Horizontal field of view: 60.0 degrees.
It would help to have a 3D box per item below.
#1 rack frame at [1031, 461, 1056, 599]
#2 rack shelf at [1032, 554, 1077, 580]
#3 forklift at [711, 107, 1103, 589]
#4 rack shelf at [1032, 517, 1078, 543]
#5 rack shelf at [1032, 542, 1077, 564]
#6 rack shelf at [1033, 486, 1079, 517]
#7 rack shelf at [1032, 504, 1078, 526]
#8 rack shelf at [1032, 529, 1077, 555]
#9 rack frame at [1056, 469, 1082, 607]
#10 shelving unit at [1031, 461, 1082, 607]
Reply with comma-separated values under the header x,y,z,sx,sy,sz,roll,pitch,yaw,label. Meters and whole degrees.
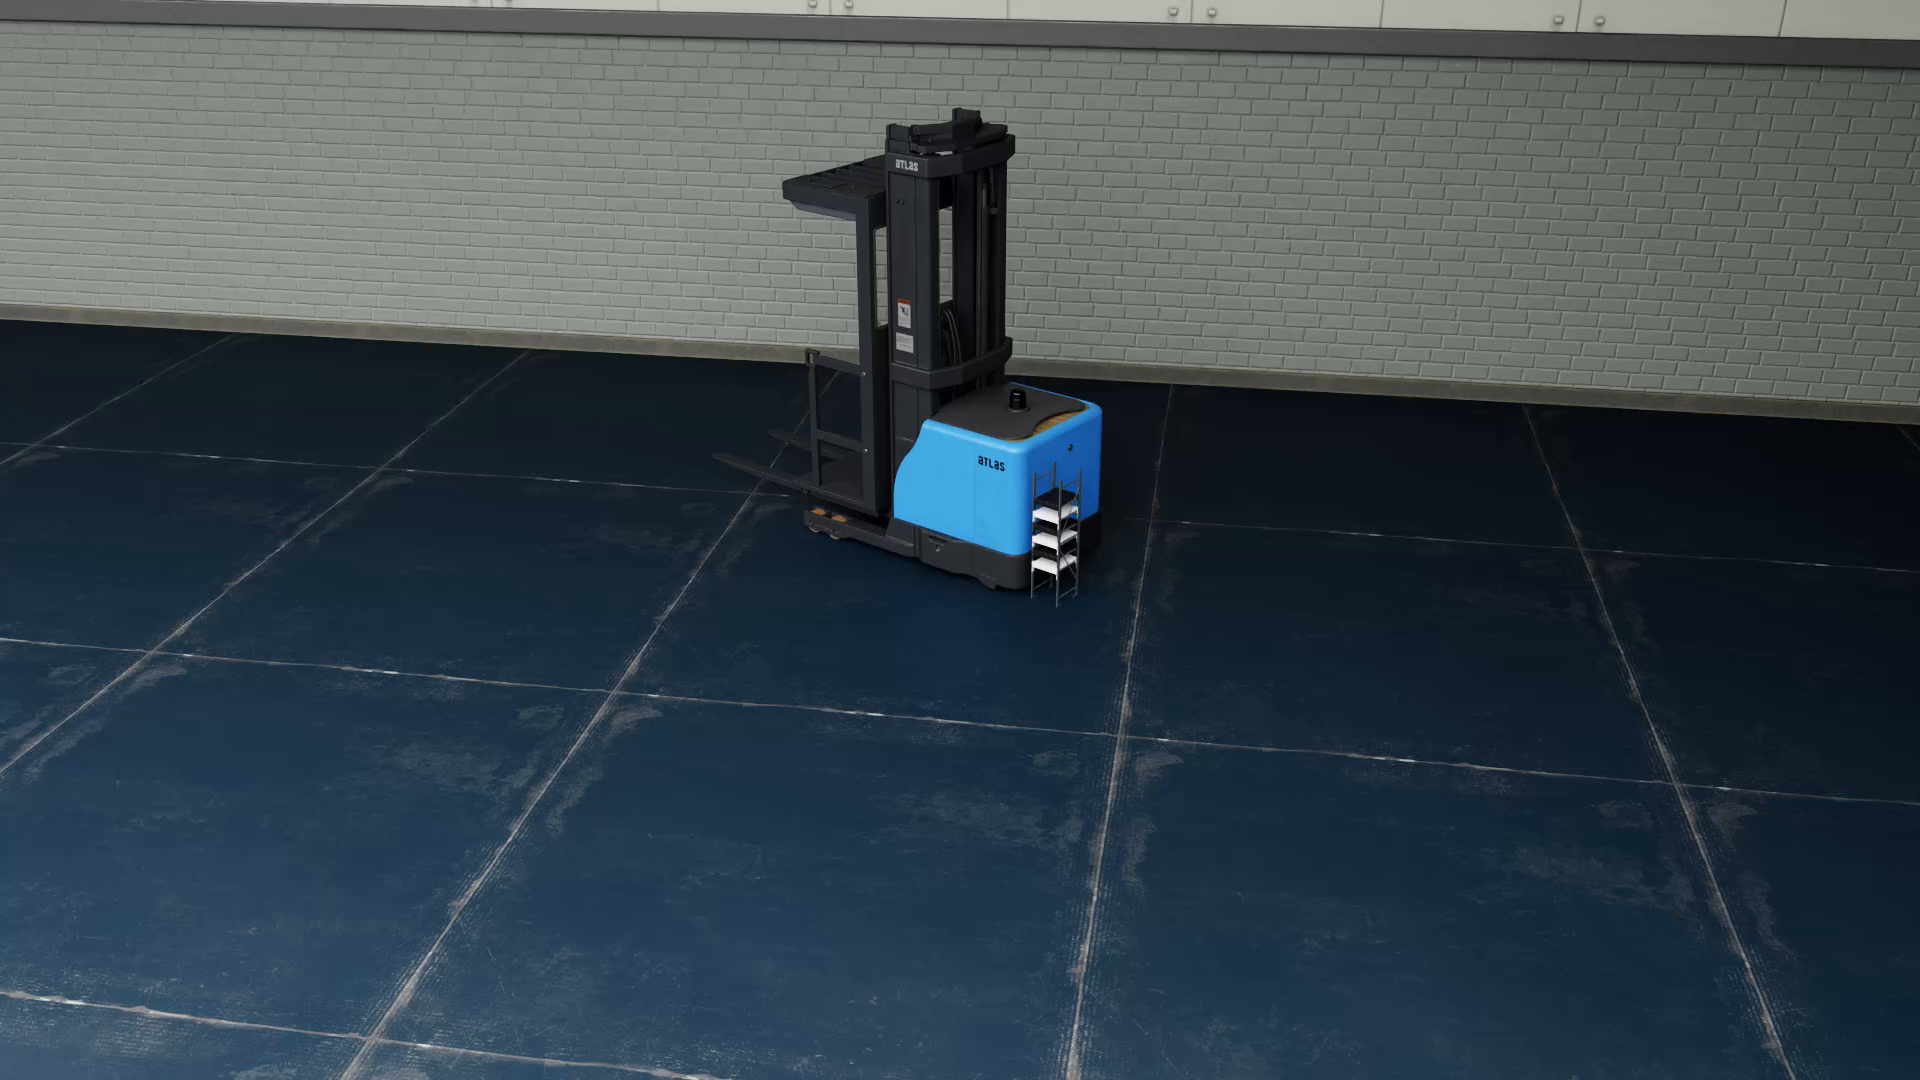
x,y,z,sx,sy,sz,roll,pitch,yaw,label
0.545,-0.061,10.862,0.006,0.900,0.240,19,31,34,rack frame
0.624,0.159,10.896,0.200,0.077,0.258,19,31,34,rack shelf
-0.496,-1.491,11.522,3.031,2.935,1.130,18,31,34,forklift
0.624,-0.085,10.781,0.200,0.077,0.258,19,31,34,rack shelf
0.624,0.078,10.857,0.200,0.077,0.258,19,31,34,rack shelf
0.624,-0.248,10.705,0.200,0.077,0.258,19,31,34,rack shelf
0.624,-0.167,10.743,0.200,0.077,0.258,19,31,34,rack shelf
0.624,-0.004,10.819,0.200,0.077,0.258,19,31,34,rack shelf
0.704,-0.007,10.748,0.006,0.900,0.240,19,31,34,rack frame
0.624,-0.034,10.805,0.210,0.900,0.258,19,31,34,shelving unit
